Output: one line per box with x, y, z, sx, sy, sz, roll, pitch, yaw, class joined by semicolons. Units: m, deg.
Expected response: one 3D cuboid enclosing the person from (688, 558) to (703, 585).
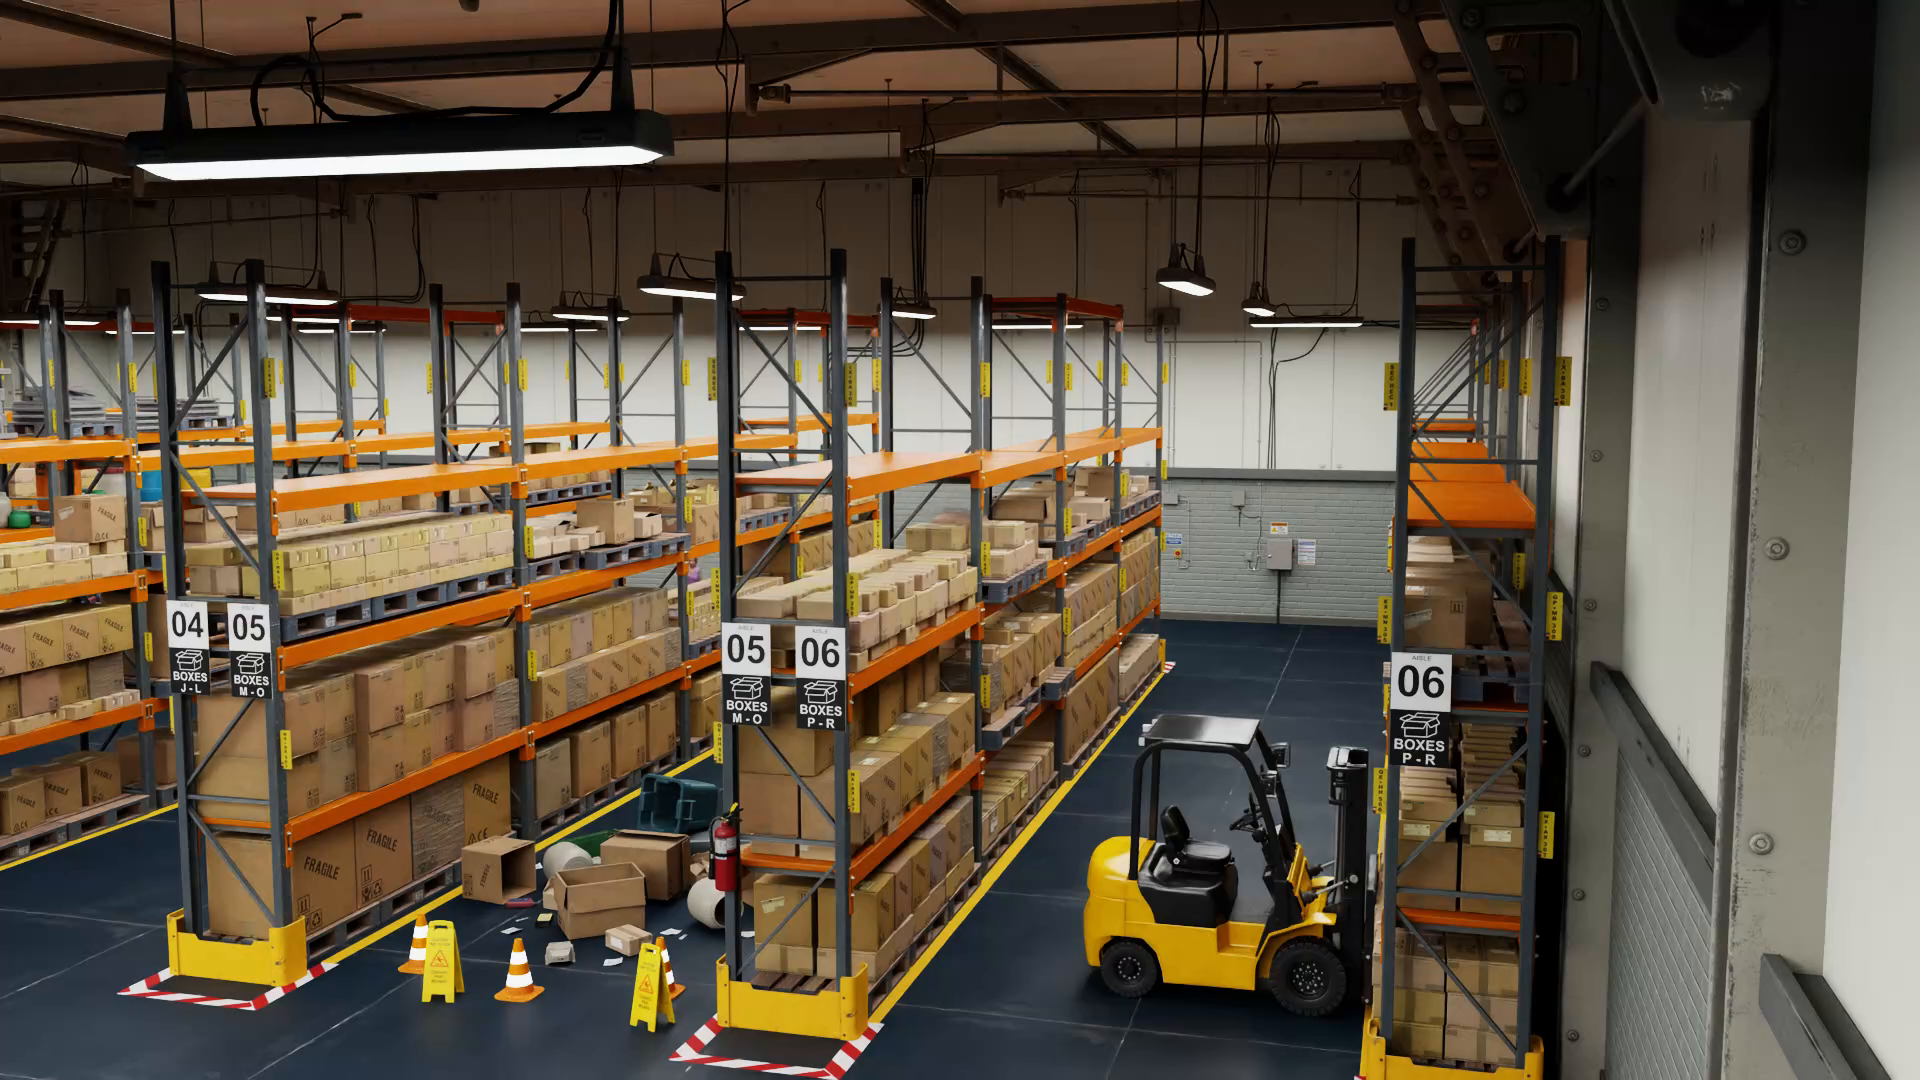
-5.080;1.032;31.711;0.443;1.532;1.012;0;6;2;person
